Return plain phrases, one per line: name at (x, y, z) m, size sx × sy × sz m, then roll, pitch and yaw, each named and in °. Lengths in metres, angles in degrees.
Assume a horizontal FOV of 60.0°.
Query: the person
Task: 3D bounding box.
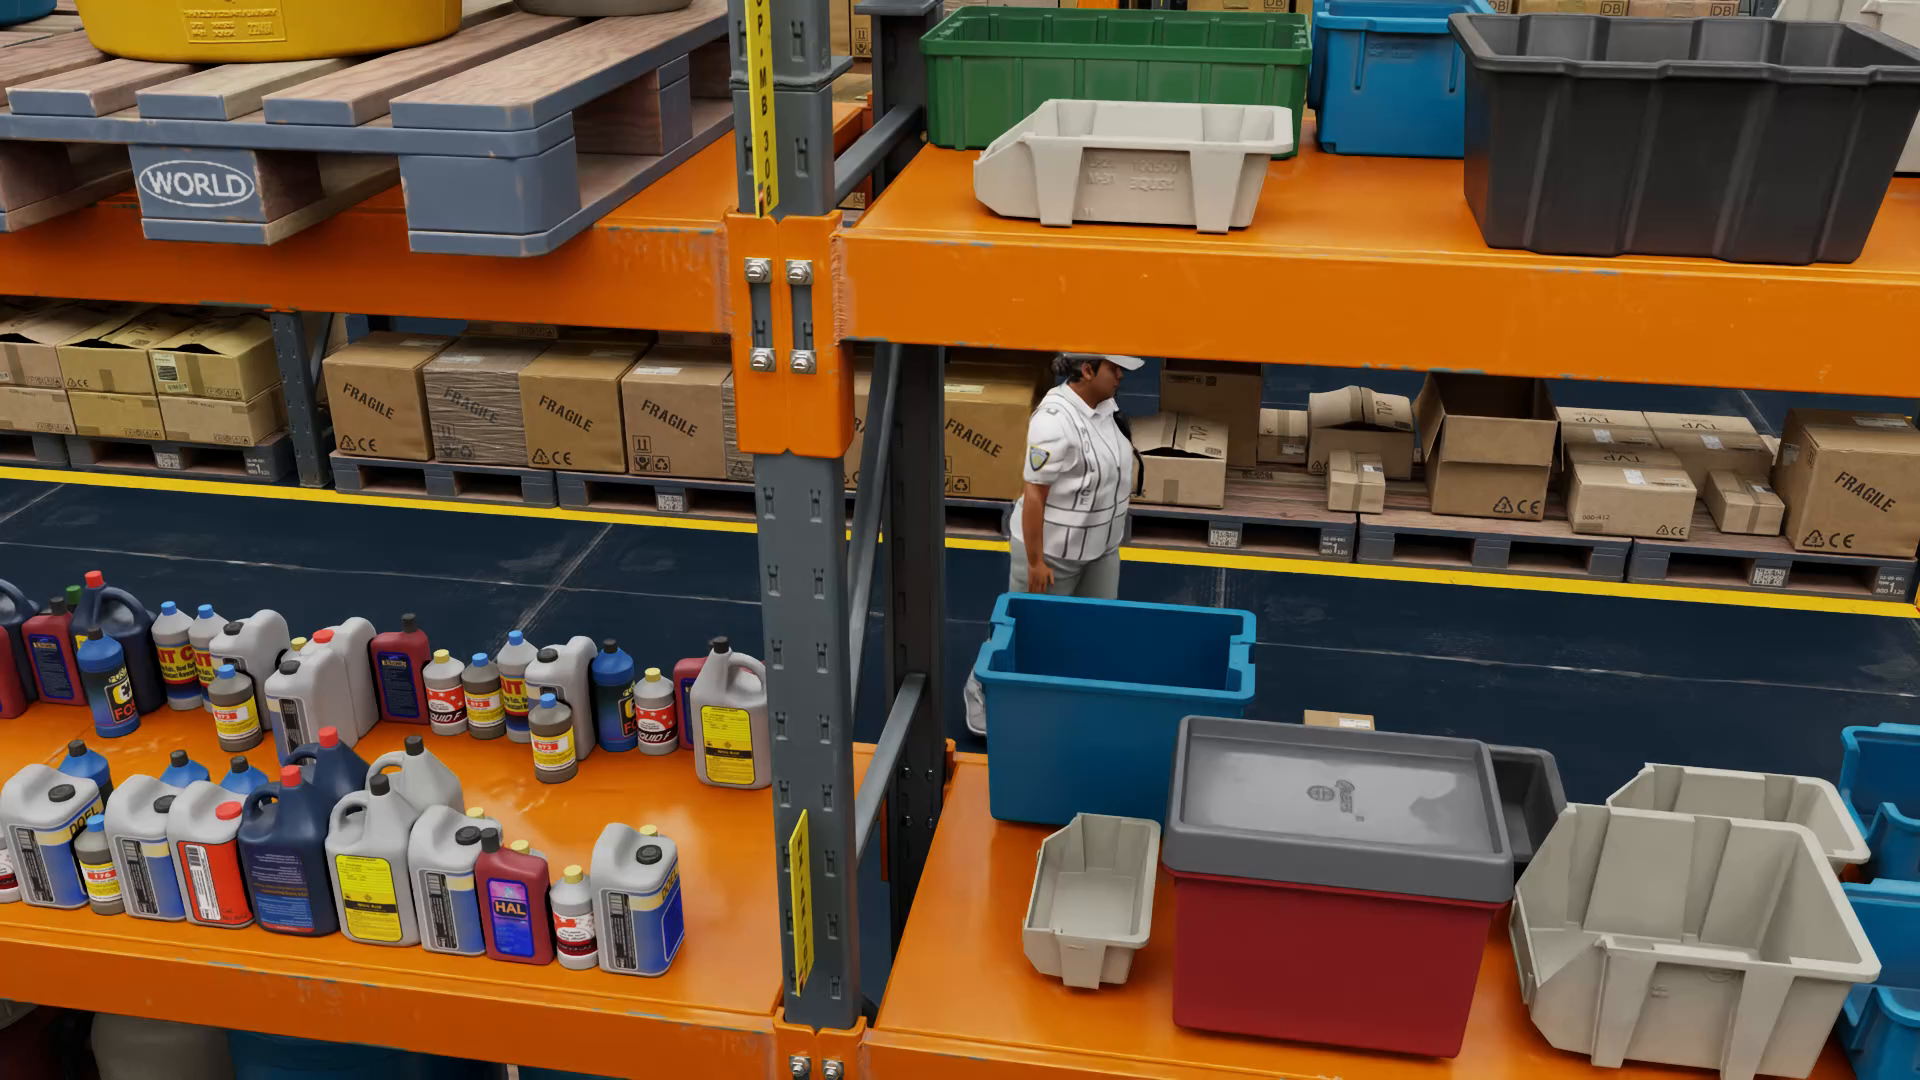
person at (0.333, 0.003, 6.091) m, size 0.660 × 1.658 × 0.511 m, roll 19°, pitch 31°, yaw 35°
